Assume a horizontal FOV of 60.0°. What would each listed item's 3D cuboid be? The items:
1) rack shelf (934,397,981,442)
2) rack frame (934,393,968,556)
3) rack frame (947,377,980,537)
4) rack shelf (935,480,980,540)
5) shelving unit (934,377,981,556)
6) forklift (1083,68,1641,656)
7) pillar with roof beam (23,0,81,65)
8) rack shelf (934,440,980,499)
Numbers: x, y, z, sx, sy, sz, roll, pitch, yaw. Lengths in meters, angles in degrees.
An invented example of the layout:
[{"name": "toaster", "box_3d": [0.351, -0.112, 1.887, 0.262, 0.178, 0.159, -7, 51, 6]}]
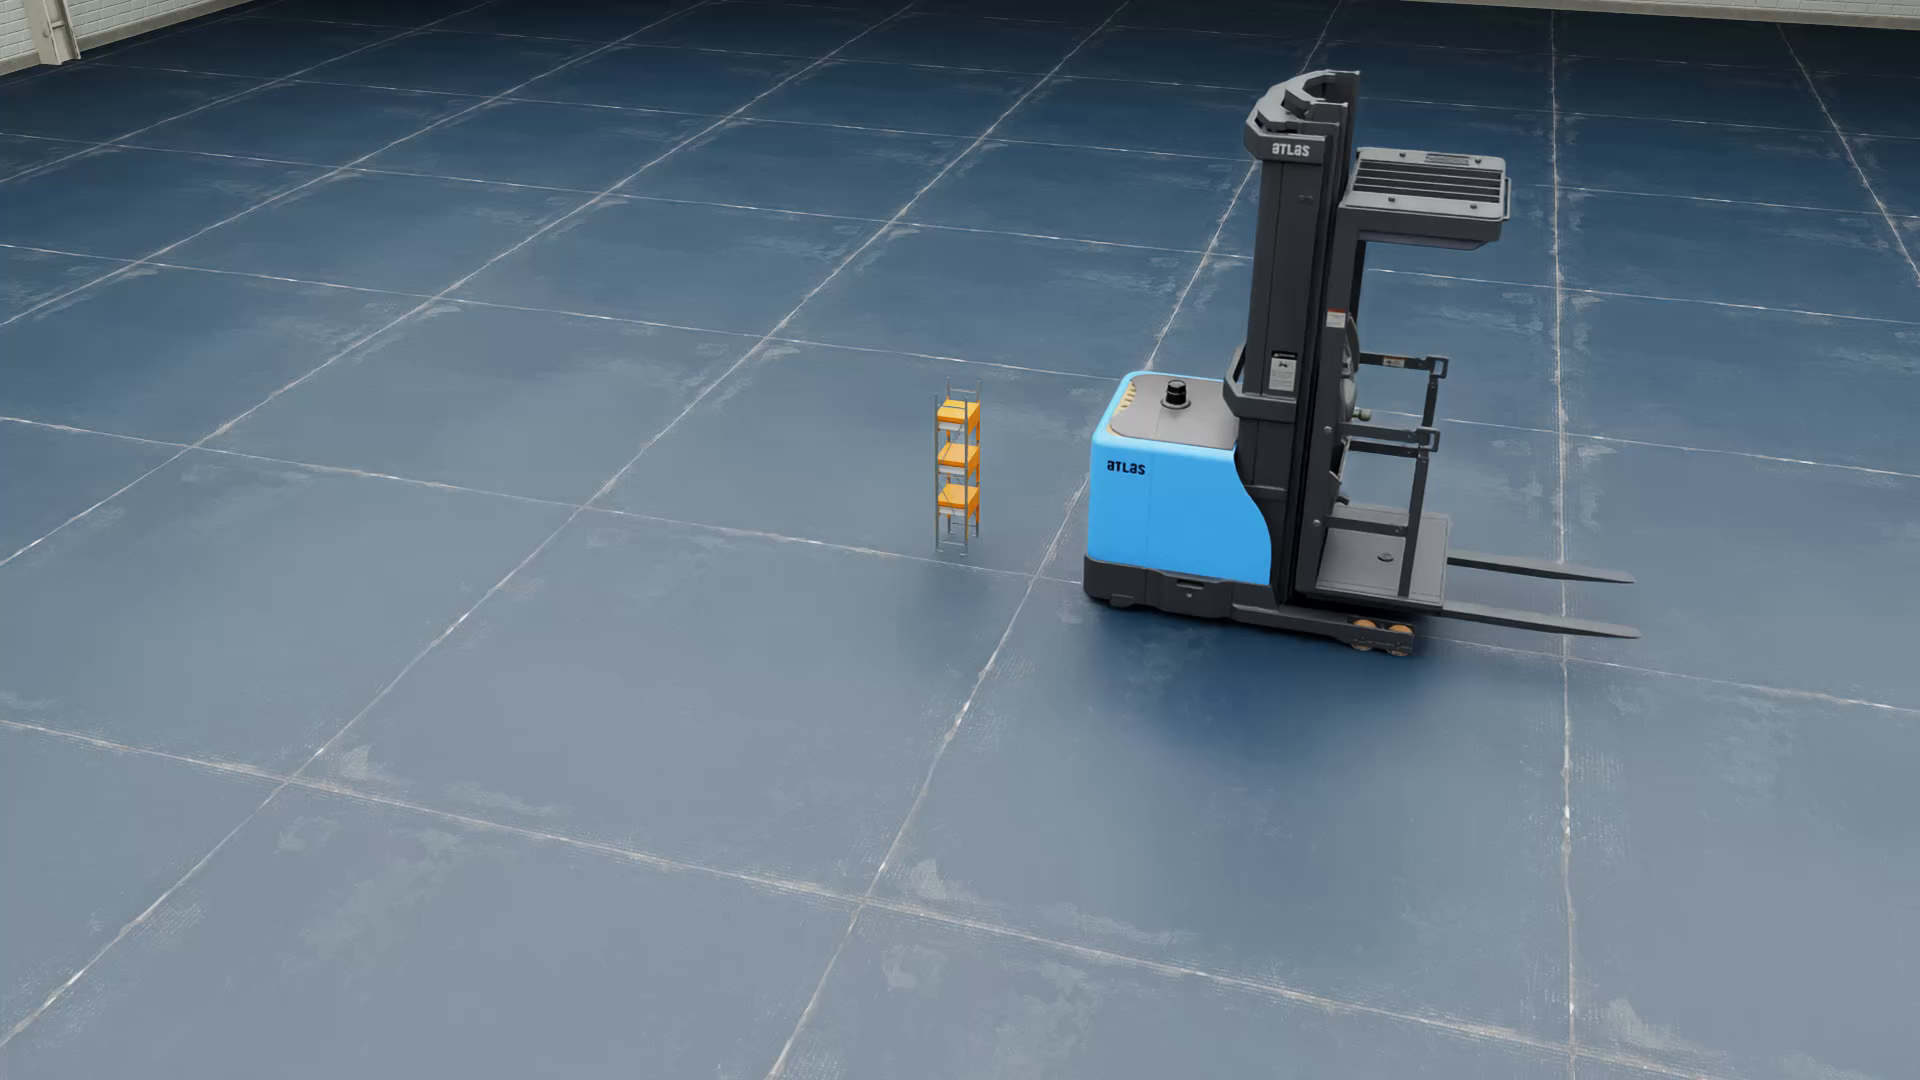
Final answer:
[{"name": "rack shelf", "box_3d": [-0.016, -0.673, 9.852, 0.215, 0.259, 0.240, 8, 30, 15]}, {"name": "rack frame", "box_3d": [-0.052, -0.377, 9.883, 0.200, 1.050, 0.008, 8, 30, 15]}, {"name": "rack frame", "box_3d": [0.020, -0.491, 10.087, 0.200, 1.050, 0.008, 8, 30, 15]}, {"name": "rack shelf", "box_3d": [-0.016, -0.182, 10.126, 0.215, 0.259, 0.240, 8, 30, 15]}, {"name": "shelving unit", "box_3d": [-0.016, -0.434, 9.985, 0.215, 1.050, 0.252, 8, 30, 15]}, {"name": "forklift", "box_3d": [2.288, -0.933, 8.948, 3.031, 2.935, 1.130, 8, 30, 15]}, {"name": "pillar with roof beam", "box_3d": [-7.432, -9.469, 18.051, 9.100, 9.000, 0.400, 8, 30, 15]}, {"name": "rack shelf", "box_3d": [-0.016, -0.425, 9.990, 0.215, 0.259, 0.240, 8, 30, 15]}]
